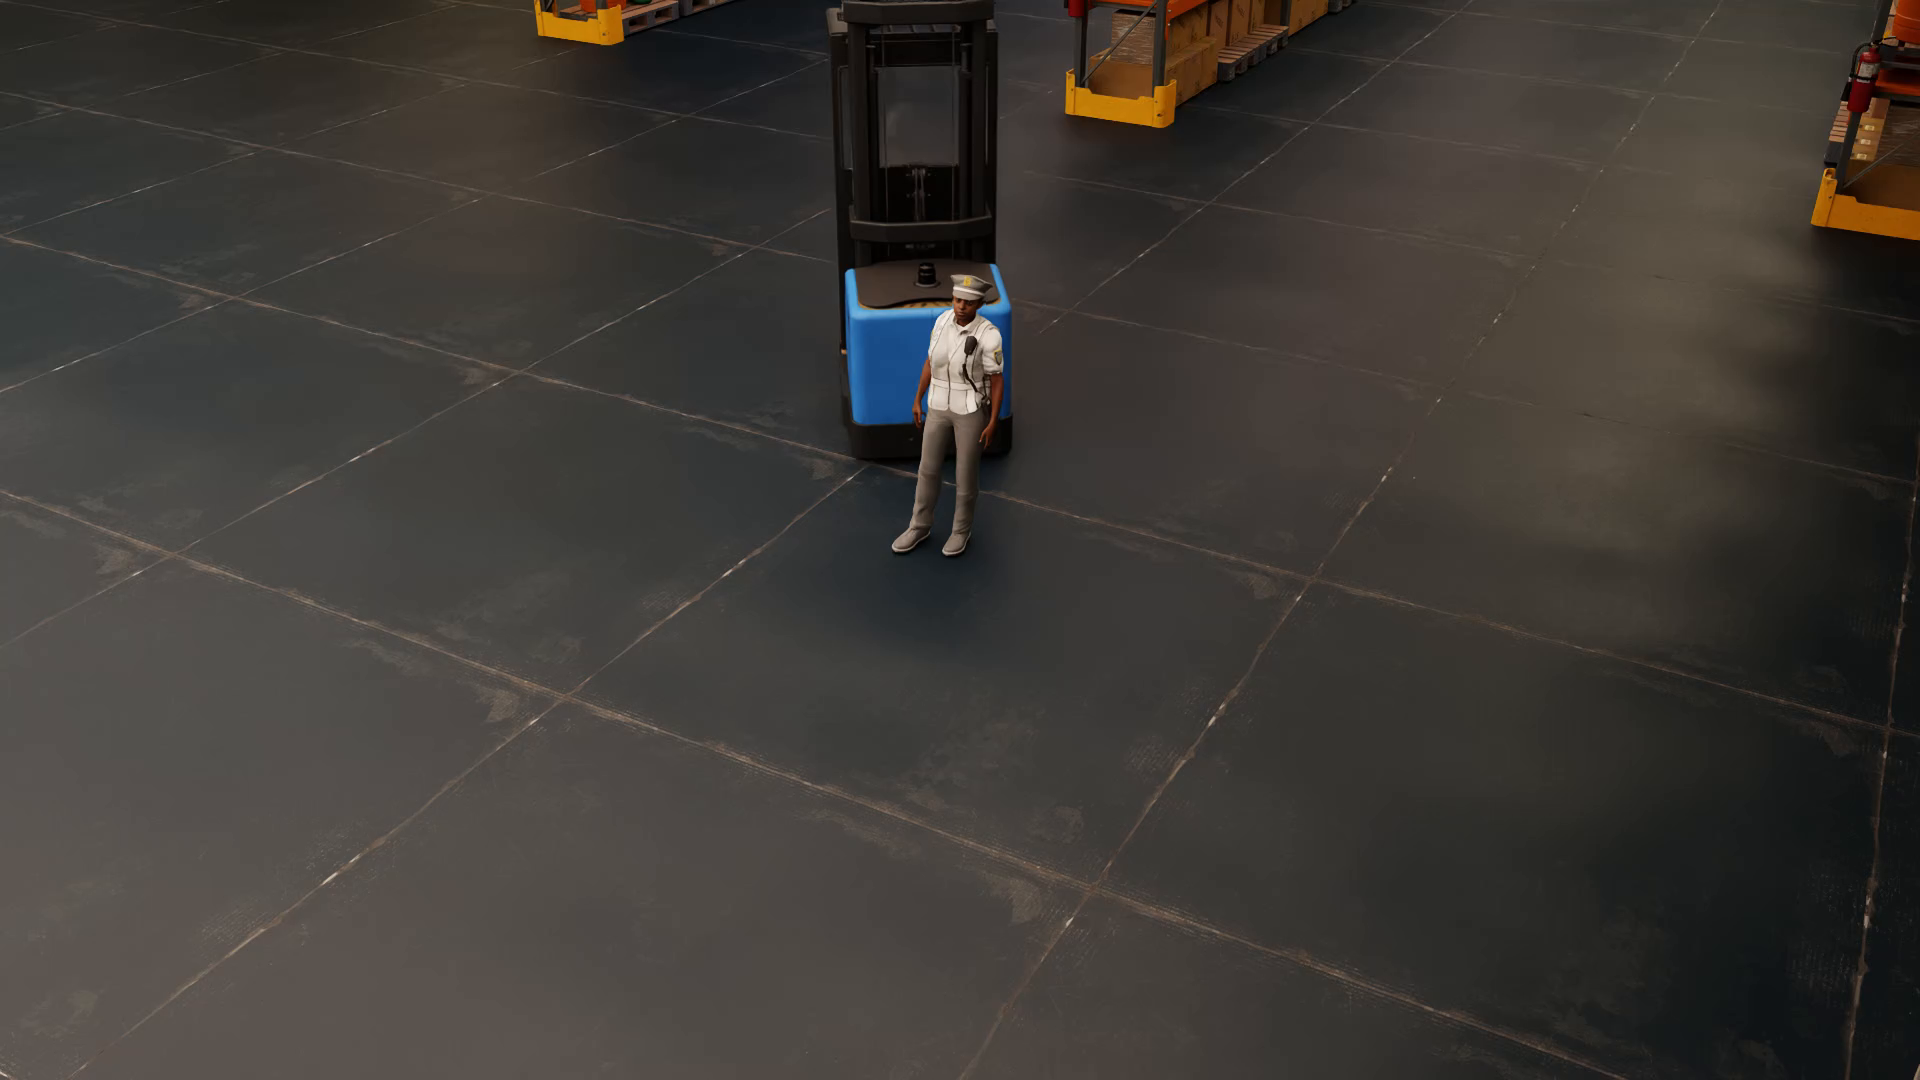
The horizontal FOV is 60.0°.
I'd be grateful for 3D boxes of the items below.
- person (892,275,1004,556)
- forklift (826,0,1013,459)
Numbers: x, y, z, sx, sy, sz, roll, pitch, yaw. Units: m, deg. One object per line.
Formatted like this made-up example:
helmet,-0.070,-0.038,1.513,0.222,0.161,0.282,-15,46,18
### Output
person,-0.053,-0.712,9.526,0.570,1.697,0.528,15,33,25
forklift,-0.323,-2.507,11.415,1.130,2.935,3.031,-3,30,-5
